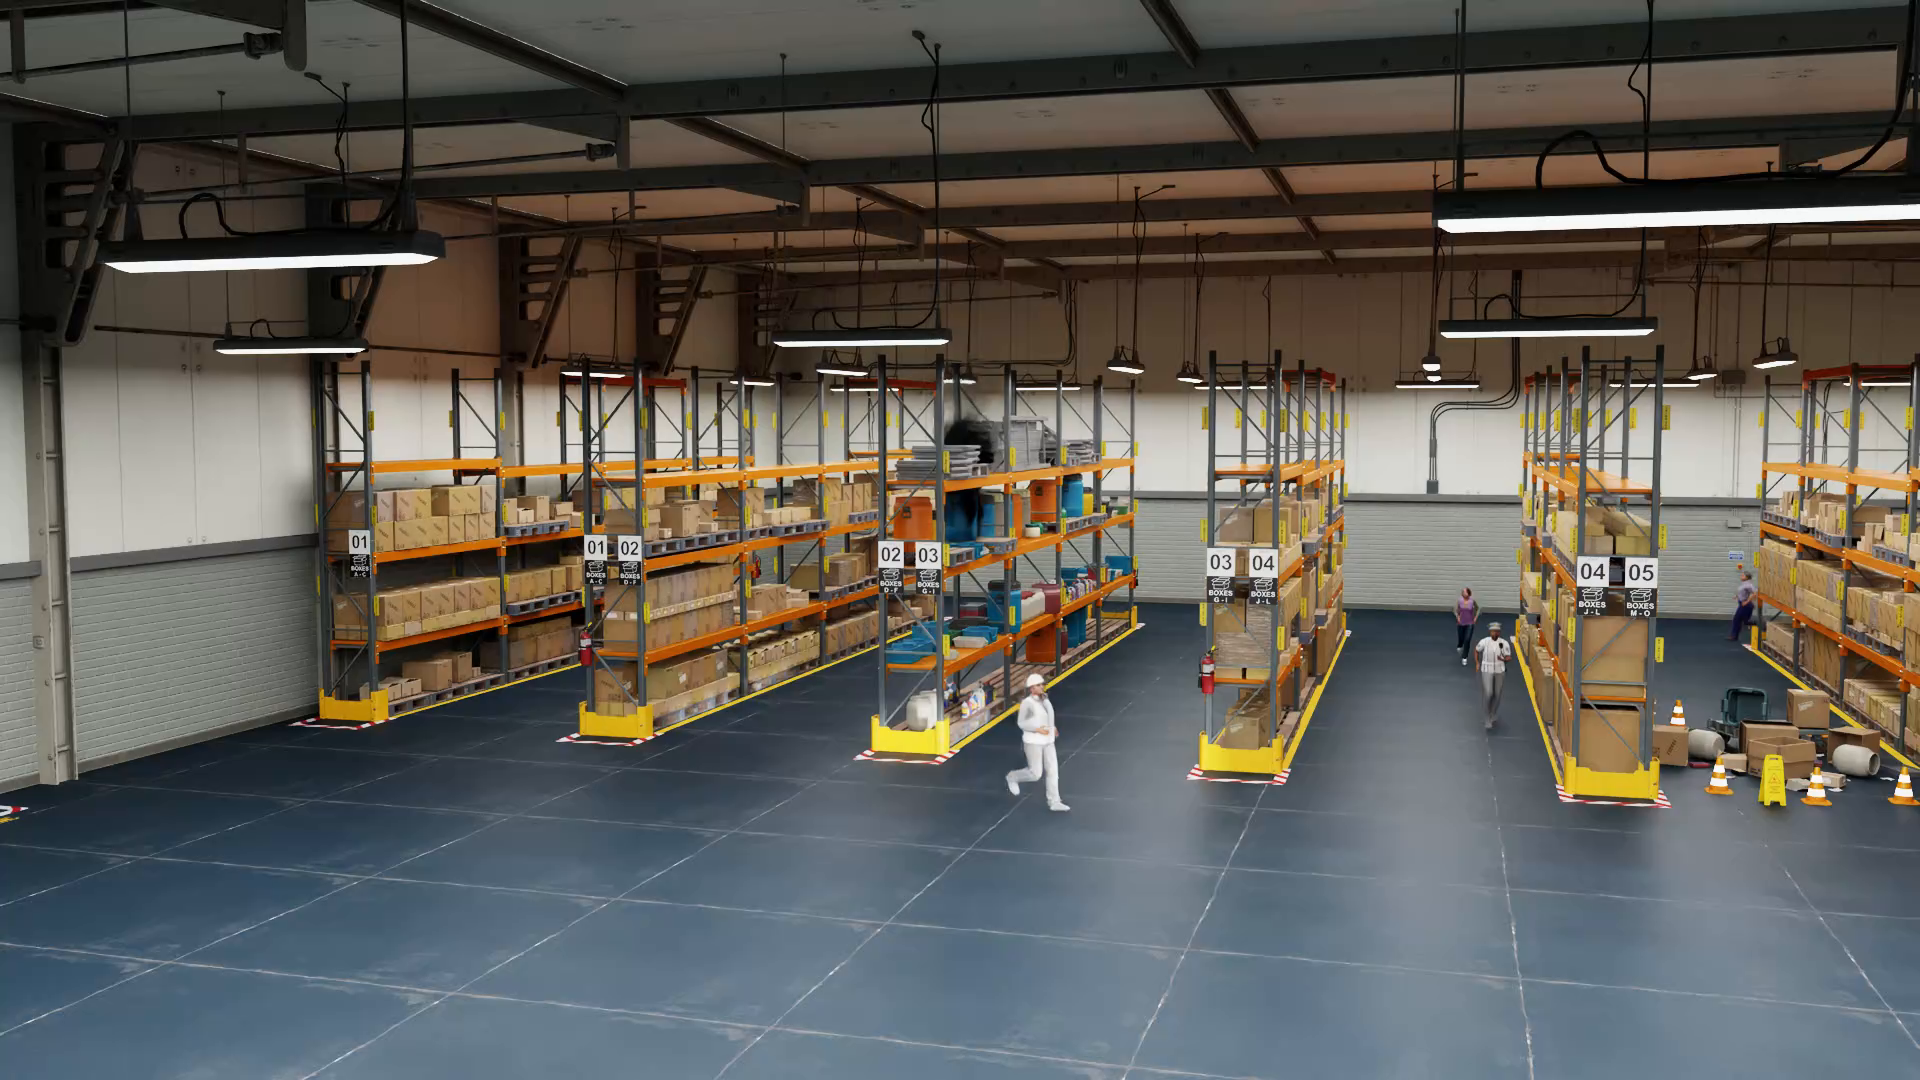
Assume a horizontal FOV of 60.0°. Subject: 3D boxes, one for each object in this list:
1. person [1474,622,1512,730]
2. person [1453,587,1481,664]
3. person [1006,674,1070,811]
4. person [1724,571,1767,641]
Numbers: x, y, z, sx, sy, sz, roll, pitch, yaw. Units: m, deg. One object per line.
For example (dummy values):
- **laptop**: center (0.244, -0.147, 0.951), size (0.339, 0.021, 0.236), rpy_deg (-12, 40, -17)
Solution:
- **person**: center (8.736, 2.211, 27.260), size (0.546, 1.758, 0.770), rpy_deg (1, 4, 7)
- **person**: center (10.522, 1.765, 34.541), size (0.544, 1.588, 0.704), rpy_deg (1, 4, 19)
- **person**: center (1.036, 2.598, 21.454), size (0.677, 1.743, 0.984), rpy_deg (-4, 6, -44)
- **person**: center (17.876, 1.513, 37.749), size (0.931, 1.618, 0.628), rpy_deg (2, 4, 25)
